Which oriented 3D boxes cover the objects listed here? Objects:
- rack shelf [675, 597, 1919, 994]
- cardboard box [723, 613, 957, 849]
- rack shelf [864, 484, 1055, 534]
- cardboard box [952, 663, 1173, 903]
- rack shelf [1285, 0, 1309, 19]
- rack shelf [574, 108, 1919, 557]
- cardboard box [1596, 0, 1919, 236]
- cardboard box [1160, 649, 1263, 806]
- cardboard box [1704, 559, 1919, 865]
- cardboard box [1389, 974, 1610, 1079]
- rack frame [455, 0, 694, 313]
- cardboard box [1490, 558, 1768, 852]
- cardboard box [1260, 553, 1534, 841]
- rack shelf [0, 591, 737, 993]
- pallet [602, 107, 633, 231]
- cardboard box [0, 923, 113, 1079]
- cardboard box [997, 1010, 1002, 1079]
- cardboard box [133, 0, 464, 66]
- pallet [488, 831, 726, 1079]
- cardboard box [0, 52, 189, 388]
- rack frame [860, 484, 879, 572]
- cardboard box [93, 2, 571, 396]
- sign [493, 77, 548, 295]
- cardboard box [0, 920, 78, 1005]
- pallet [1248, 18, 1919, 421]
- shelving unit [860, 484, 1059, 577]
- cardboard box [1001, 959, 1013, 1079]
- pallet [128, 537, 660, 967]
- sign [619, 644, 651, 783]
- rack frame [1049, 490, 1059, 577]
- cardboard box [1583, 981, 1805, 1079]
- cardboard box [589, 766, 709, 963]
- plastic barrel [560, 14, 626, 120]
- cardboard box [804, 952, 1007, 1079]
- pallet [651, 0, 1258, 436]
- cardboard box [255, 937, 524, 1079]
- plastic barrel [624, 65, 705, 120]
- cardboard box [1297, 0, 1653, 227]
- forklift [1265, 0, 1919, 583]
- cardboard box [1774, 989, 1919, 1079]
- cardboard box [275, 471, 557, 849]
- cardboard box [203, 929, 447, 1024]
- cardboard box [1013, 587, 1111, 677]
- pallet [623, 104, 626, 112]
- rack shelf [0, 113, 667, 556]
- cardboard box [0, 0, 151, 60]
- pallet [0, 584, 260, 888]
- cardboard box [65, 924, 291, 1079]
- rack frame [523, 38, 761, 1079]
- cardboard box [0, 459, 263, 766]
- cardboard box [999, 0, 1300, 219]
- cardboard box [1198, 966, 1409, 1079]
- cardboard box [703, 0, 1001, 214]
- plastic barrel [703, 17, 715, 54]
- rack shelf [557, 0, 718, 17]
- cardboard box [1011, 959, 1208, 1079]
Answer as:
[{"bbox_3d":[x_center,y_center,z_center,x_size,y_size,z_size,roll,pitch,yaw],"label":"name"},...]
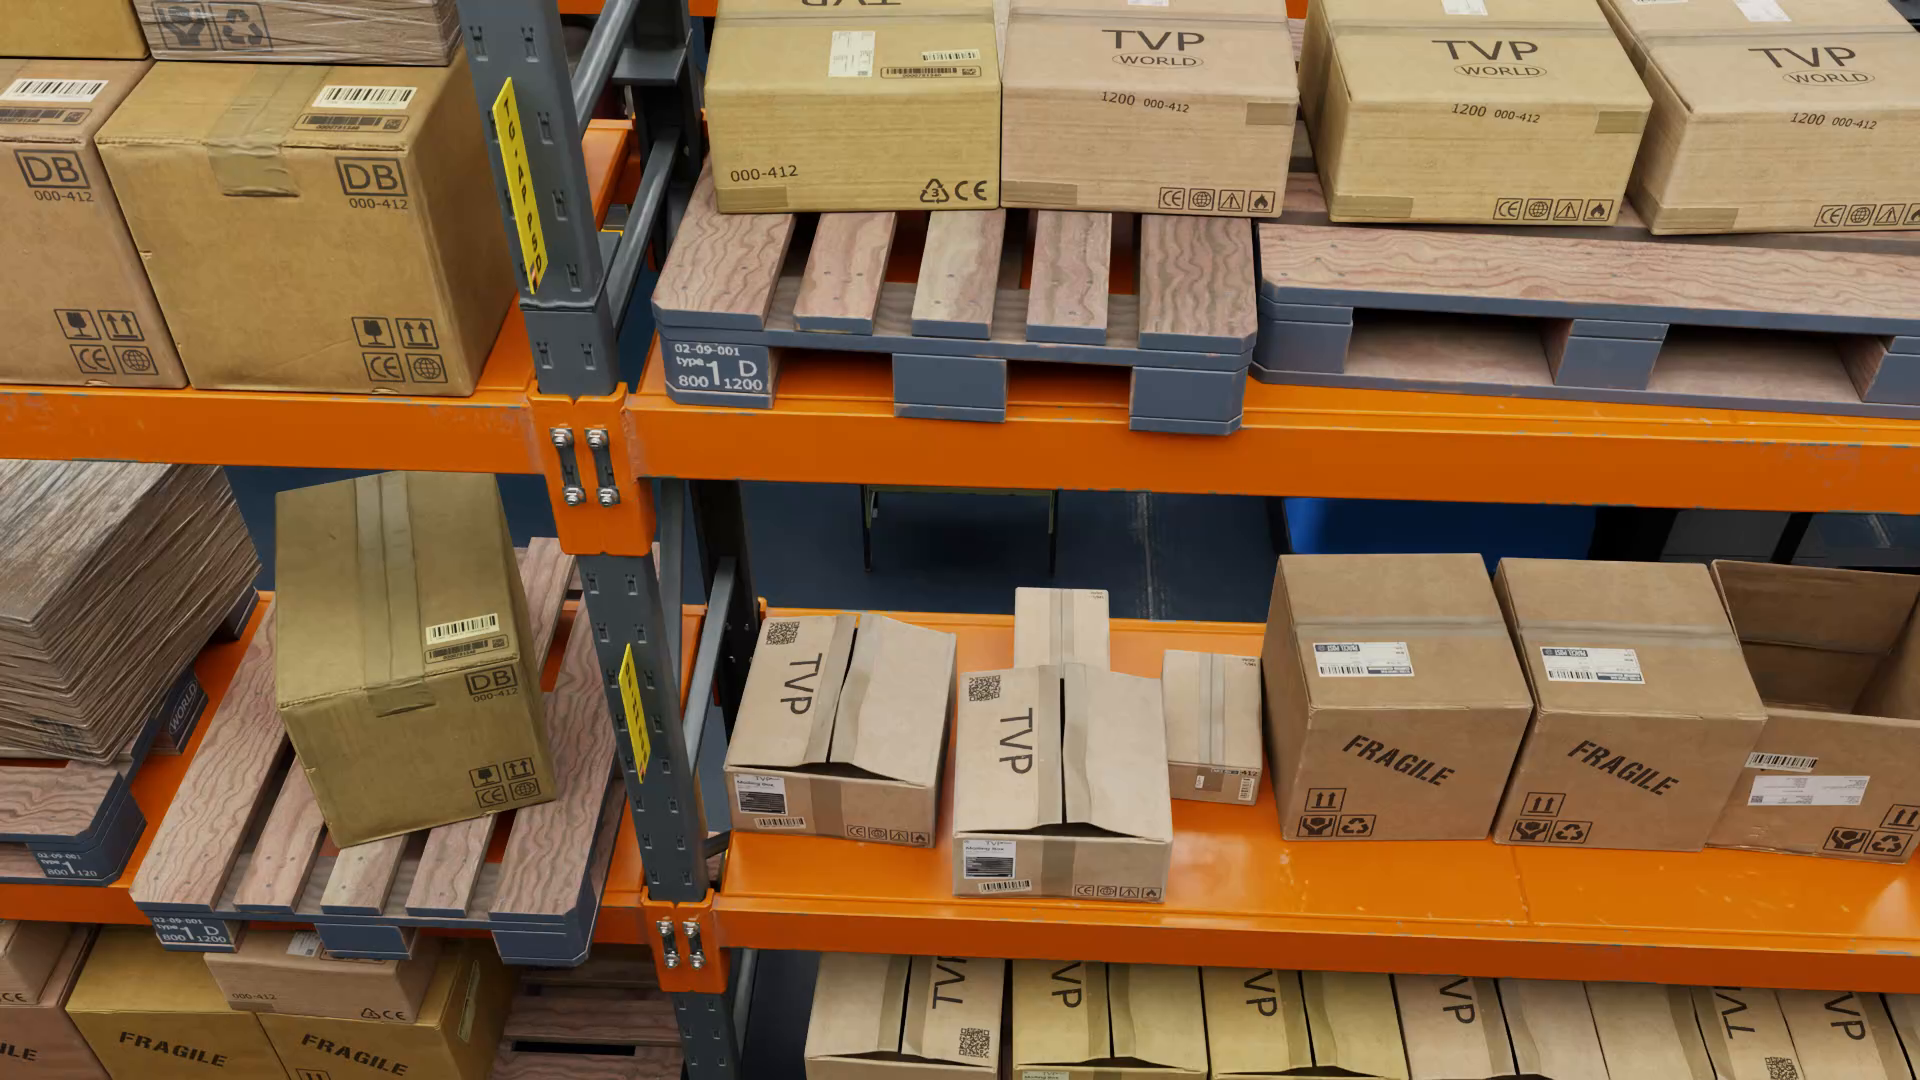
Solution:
[{"bbox_3d":[1.354,0.704,4.322,4.000,0.370,1.077,2,43,2],"label":"rack shelf"},{"bbox_3d":[-0.283,0.453,4.129,0.500,0.311,0.500,4,43,5],"label":"cardboard box"},{"bbox_3d":[0.007,-0.310,6.461,0.720,0.370,0.431,2,43,2],"label":"rack shelf"},{"bbox_3d":[0.241,0.571,4.002,0.500,0.311,0.500,1,43,1],"label":"cardboard box"},{"bbox_3d":[1.581,-2.669,7.942,4.000,0.370,1.077,2,43,2],"label":"rack shelf"},{"bbox_3d":[1.354,-0.394,3.299,4.000,0.370,1.077,2,43,2],"label":"rack shelf"},{"bbox_3d":[1.445,-0.795,3.004,0.500,0.250,0.500,-2,43,-2],"label":"cardboard box"},{"bbox_3d":[0.632,0.472,4.227,0.250,0.149,0.380,5,43,5],"label":"cardboard box"},{"bbox_3d":[2.059,0.414,4.031,0.500,0.500,0.500,5,43,5],"label":"cardboard box"},{"bbox_3d":[1.414,1.285,4.467,0.500,0.311,0.500,1,43,1],"label":"cardboard box"},{"bbox_3d":[-0.644,-1.816,2.098,0.127,3.000,1.000,2,43,2],"label":"rack frame"},{"bbox_3d":[1.559,0.399,4.048,0.500,0.500,0.500,2,43,2],"label":"cardboard box"},{"bbox_3d":[1.033,0.383,4.065,0.500,0.500,0.500,0,43,0],"label":"cardboard box"},{"bbox_3d":[-2.642,0.581,4.454,4.000,0.370,1.077,2,43,2],"label":"rack shelf"},{"bbox_3d":[-1.207,-1.969,8.709,1.213,0.211,1.003,2,43,2],"label":"pallet"},{"bbox_3d":[-2.630,1.236,4.734,0.500,0.500,0.500,0,43,0],"label":"cardboard box"},{"bbox_3d":[-0.134,1.448,4.705,0.500,0.250,0.500,2,43,2],"label":"cardboard box"},{"bbox_3d":[-1.080,-1.139,2.764,0.500,0.500,0.500,2,43,2],"label":"cardboard box"},{"bbox_3d":[-1.388,1.351,5.145,1.213,0.211,1.003,2,43,2],"label":"pallet"},{"bbox_3d":[-1.591,-0.761,3.093,0.500,0.500,0.910,2,43,2],"label":"cardboard box"},{"bbox_3d":[-0.359,-0.560,6.251,0.023,1.500,0.400,2,43,2],"label":"rack frame"},{"bbox_3d":[-1.081,-0.746,3.076,0.500,0.500,0.910,2,43,2],"label":"cardboard box"},{"bbox_3d":[-0.671,-0.538,2.547,0.005,0.325,0.100,2,43,2],"label":"sign"},{"bbox_3d":[-2.668,0.962,4.478,0.500,0.250,0.500,1,43,1],"label":"cardboard box"},{"bbox_3d":[1.155,-0.657,3.193,1.213,0.211,1.003,4,43,4],"label":"pallet"},{"bbox_3d":[0.007,-0.549,6.239,0.755,1.500,0.431,2,43,2],"label":"shelving unit"},{"bbox_3d":[0.368,1.462,4.689,0.500,0.250,0.500,1,43,1],"label":"cardboard box"},{"bbox_3d":[-1.324,0.476,4.179,1.003,0.211,1.213,2,43,2],"label":"pallet"},{"bbox_3d":[-0.659,0.354,3.378,0.005,0.325,0.100,2,43,2],"label":"sign"},{"bbox_3d":[0.372,-0.537,6.226,0.023,1.500,0.400,2,43,2],"label":"rack frame"},{"bbox_3d":[1.916,1.303,4.448,0.500,0.311,0.500,2,43,2],"label":"cardboard box"},{"bbox_3d":[-1.086,0.924,5.068,0.500,0.500,0.500,3,43,4],"label":"cardboard box"},{"bbox_3d":[-2.035,-2.303,8.483,0.708,0.588,0.600,2,43,2],"label":"plastic barrel"},{"bbox_3d":[-0.134,1.242,4.514,0.500,0.311,0.500,3,43,3],"label":"cardboard box"},{"bbox_3d":[0.038,-0.689,3.227,1.003,0.211,1.213,4,43,4],"label":"pallet"},{"bbox_3d":[-1.589,1.264,4.704,0.500,0.500,0.500,3,43,4],"label":"cardboard box"},{"bbox_3d":[-1.475,-2.197,8.425,0.421,0.512,0.421,0,43,0],"label":"plastic barrel"},{"bbox_3d":[0.907,-0.813,3.023,0.500,0.250,0.500,1,43,1],"label":"cardboard box"},{"bbox_3d":[2.764,-1.059,5.737,3.031,2.935,1.130,1,43,1],"label":"forklift"},{"bbox_3d":[2.414,1.320,4.430,0.500,0.311,0.500,3,43,3],"label":"cardboard box"},{"bbox_3d":[-1.278,0.246,3.904,0.500,0.500,0.700,-12,44,-12],"label":"cardboard box"},{"bbox_3d":[-1.645,0.991,4.447,0.500,0.250,0.500,3,43,4],"label":"cardboard box"},{"bbox_3d":[0.267,0.310,4.400,0.250,0.149,0.380,2,43,2],"label":"cardboard box"},{"bbox_3d":[-2.422,-2.009,8.751,1.213,0.211,1.003,2,43,2],"label":"pallet"},{"bbox_3d":[-2.642,-0.517,3.431,4.000,0.370,1.077,2,43,2],"label":"rack shelf"},{"bbox_3d":[-1.589,-1.154,2.781,0.500,0.500,0.500,2,43,2],"label":"cardboard box"},{"bbox_3d":[-2.587,0.393,4.269,1.213,0.211,1.003,2,43,2],"label":"pallet"},{"bbox_3d":[-2.106,1.248,4.721,0.500,0.500,0.500,0,43,0],"label":"cardboard box"},{"bbox_3d":[-0.644,0.379,4.143,0.127,3.000,1.000,2,43,2],"label":"rack frame"},{"bbox_3d":[-2.183,0.088,4.073,0.500,0.500,0.700,9,44,10],"label":"cardboard box"},{"bbox_3d":[0.336,-0.838,3.050,0.500,0.250,0.500,3,43,3],"label":"cardboard box"},{"bbox_3d":[0.900,1.270,4.484,0.500,0.311,0.500,1,43,1],"label":"cardboard box"},{"bbox_3d":[-0.188,-0.842,3.054,0.500,0.250,0.500,-1,43,-1],"label":"cardboard box"},{"bbox_3d":[-0.907,-2.357,8.363,0.708,0.830,0.600,2,43,2],"label":"plastic barrel"},{"bbox_3d":[-2.415,-2.792,8.074,4.000,0.370,1.077,2,43,2],"label":"rack shelf"},{"bbox_3d":[0.391,1.253,4.502,0.500,0.311,0.500,1,43,1],"label":"cardboard box"}]
